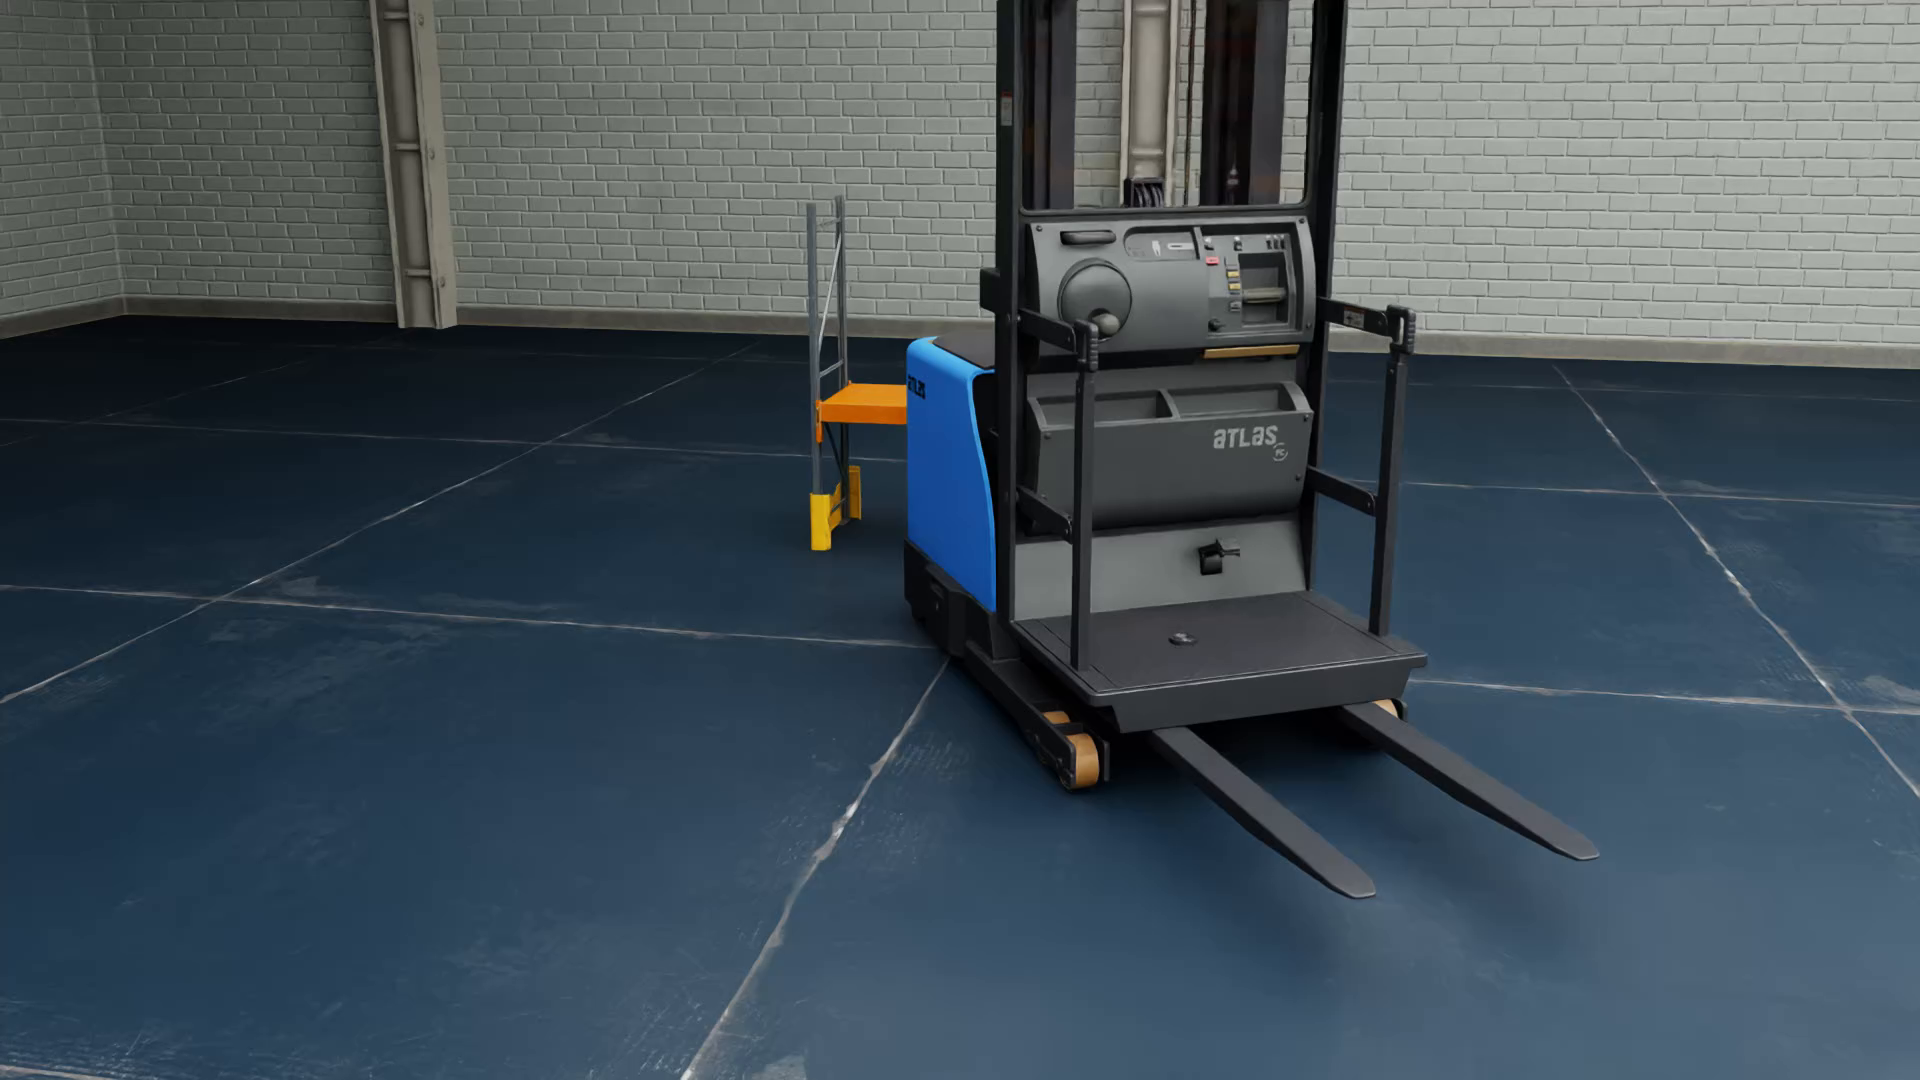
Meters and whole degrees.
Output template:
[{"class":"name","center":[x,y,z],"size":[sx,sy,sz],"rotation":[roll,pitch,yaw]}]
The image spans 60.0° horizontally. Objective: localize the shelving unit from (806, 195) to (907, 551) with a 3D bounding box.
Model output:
[{"class":"shelving unit","center":[-0.075,-0.727,7.306],"size":[1.083,1.500,0.587],"rotation":[3,16,11]}]

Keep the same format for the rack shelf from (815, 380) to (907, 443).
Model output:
[{"class":"rack shelf","center":[-0.084,-0.554,7.356],"size":[1.000,0.185,0.538],"rotation":[3,16,11]}]

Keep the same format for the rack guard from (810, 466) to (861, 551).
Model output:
[{"class":"rack guard","center":[-0.563,-0.151,7.569],"size":[0.087,0.250,0.587],"rotation":[3,16,11]}]

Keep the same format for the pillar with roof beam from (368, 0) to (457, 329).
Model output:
[{"class":"pillar with roof beam","center":[-5.329,-5.011,8.726],"size":[0.400,9.000,9.100],"rotation":[3,16,11]}]

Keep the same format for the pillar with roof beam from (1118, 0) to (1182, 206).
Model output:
[{"class":"pillar with roof beam","center":[0.551,-4.692,7.574],"size":[0.400,9.000,9.100],"rotation":[3,16,11]}]

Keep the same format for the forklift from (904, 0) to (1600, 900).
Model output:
[{"class":"forklift","center":[0.730,-0.803,4.900],"size":[1.130,2.935,3.031],"rotation":[-5,16,-18]}]

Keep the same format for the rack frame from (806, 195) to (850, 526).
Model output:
[{"class":"rack frame","center":[-0.582,-0.754,7.406],"size":[0.032,1.500,0.500],"rotation":[3,16,11]}]
